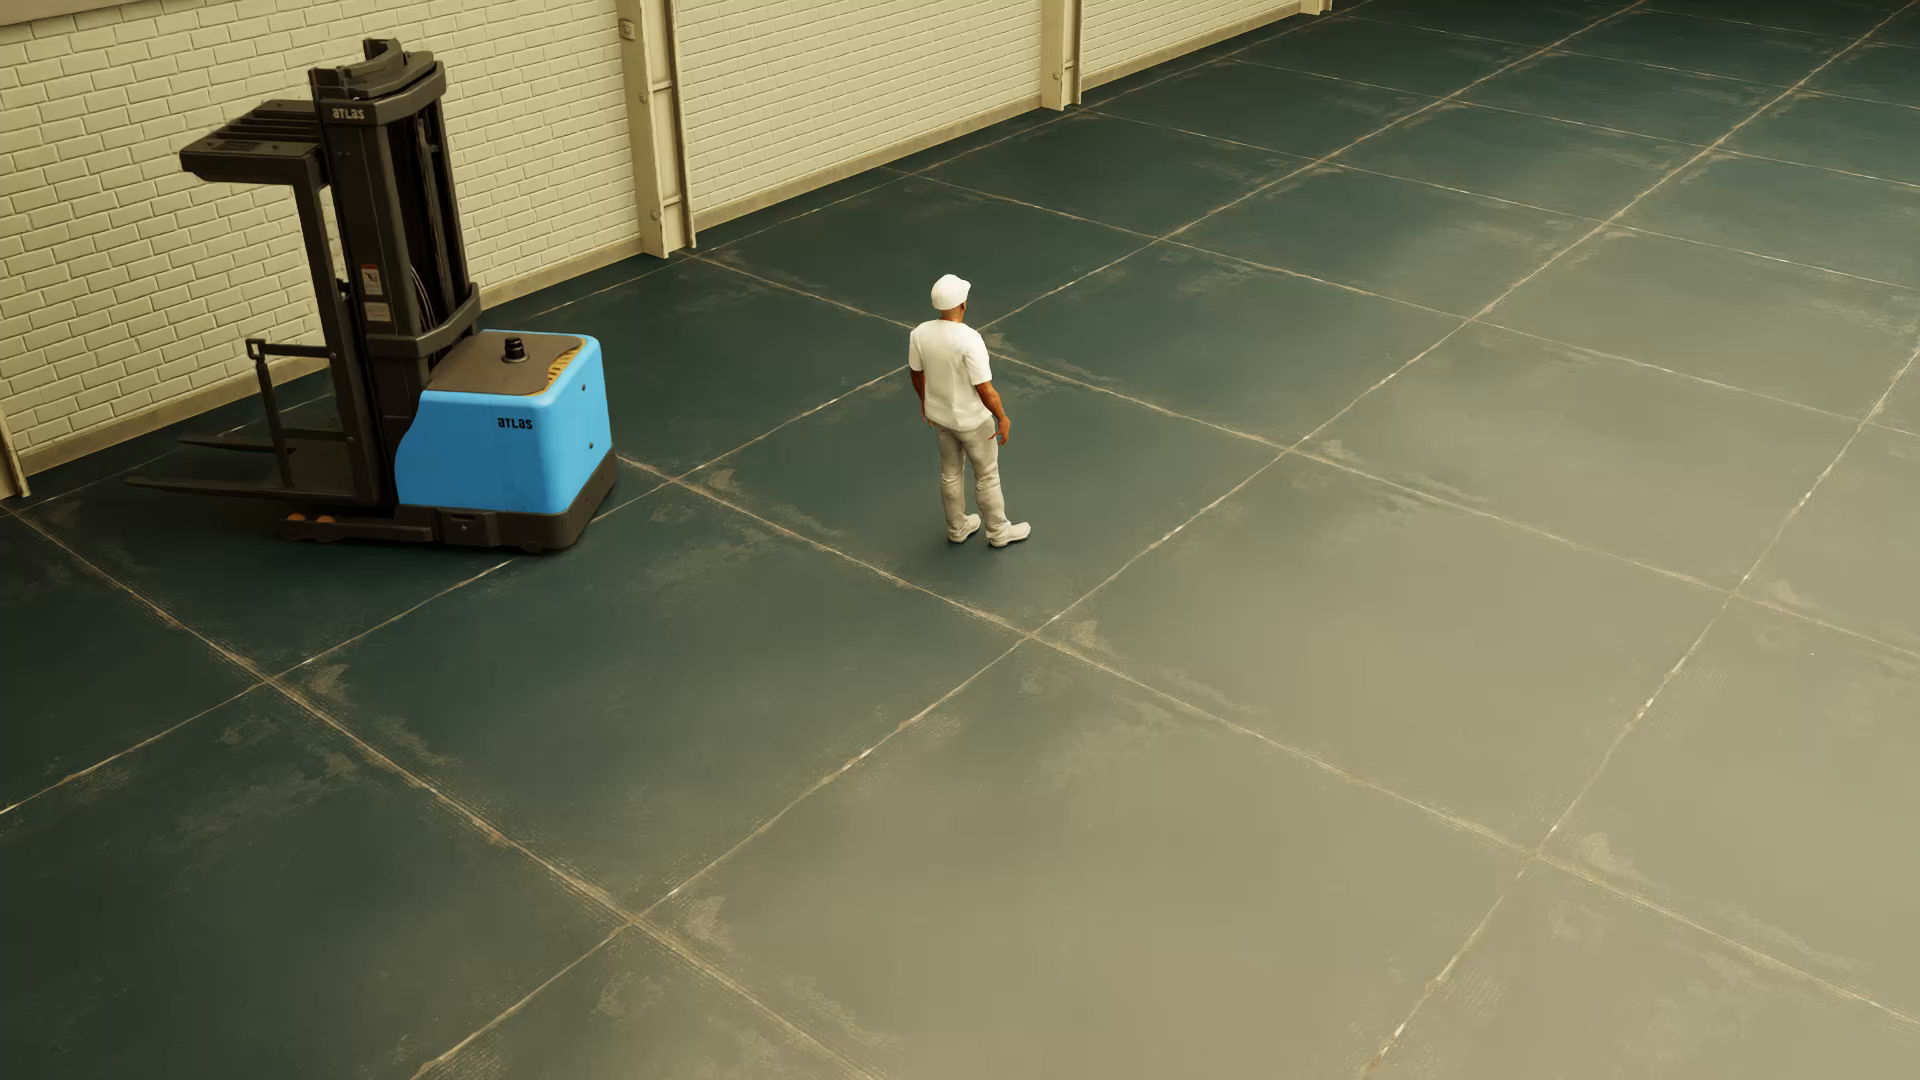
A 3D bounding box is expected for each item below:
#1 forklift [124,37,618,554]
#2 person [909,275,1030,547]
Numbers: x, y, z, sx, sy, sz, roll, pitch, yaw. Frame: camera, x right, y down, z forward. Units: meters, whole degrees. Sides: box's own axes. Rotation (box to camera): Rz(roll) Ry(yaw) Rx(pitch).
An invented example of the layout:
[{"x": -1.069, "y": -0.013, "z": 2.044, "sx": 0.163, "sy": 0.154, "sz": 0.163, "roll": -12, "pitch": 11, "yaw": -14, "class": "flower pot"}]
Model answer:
[{"x": -3.838, "y": -1.507, "z": 10.174, "sx": 3.031, "sy": 2.935, "sz": 1.130, "roll": 4, "pitch": 31, "yaw": 7, "class": "forklift"}, {"x": 0.048, "y": -0.794, "z": 10.094, "sx": 0.666, "sy": 1.765, "sz": 0.577, "roll": 22, "pitch": 37, "yaw": 33, "class": "person"}]
